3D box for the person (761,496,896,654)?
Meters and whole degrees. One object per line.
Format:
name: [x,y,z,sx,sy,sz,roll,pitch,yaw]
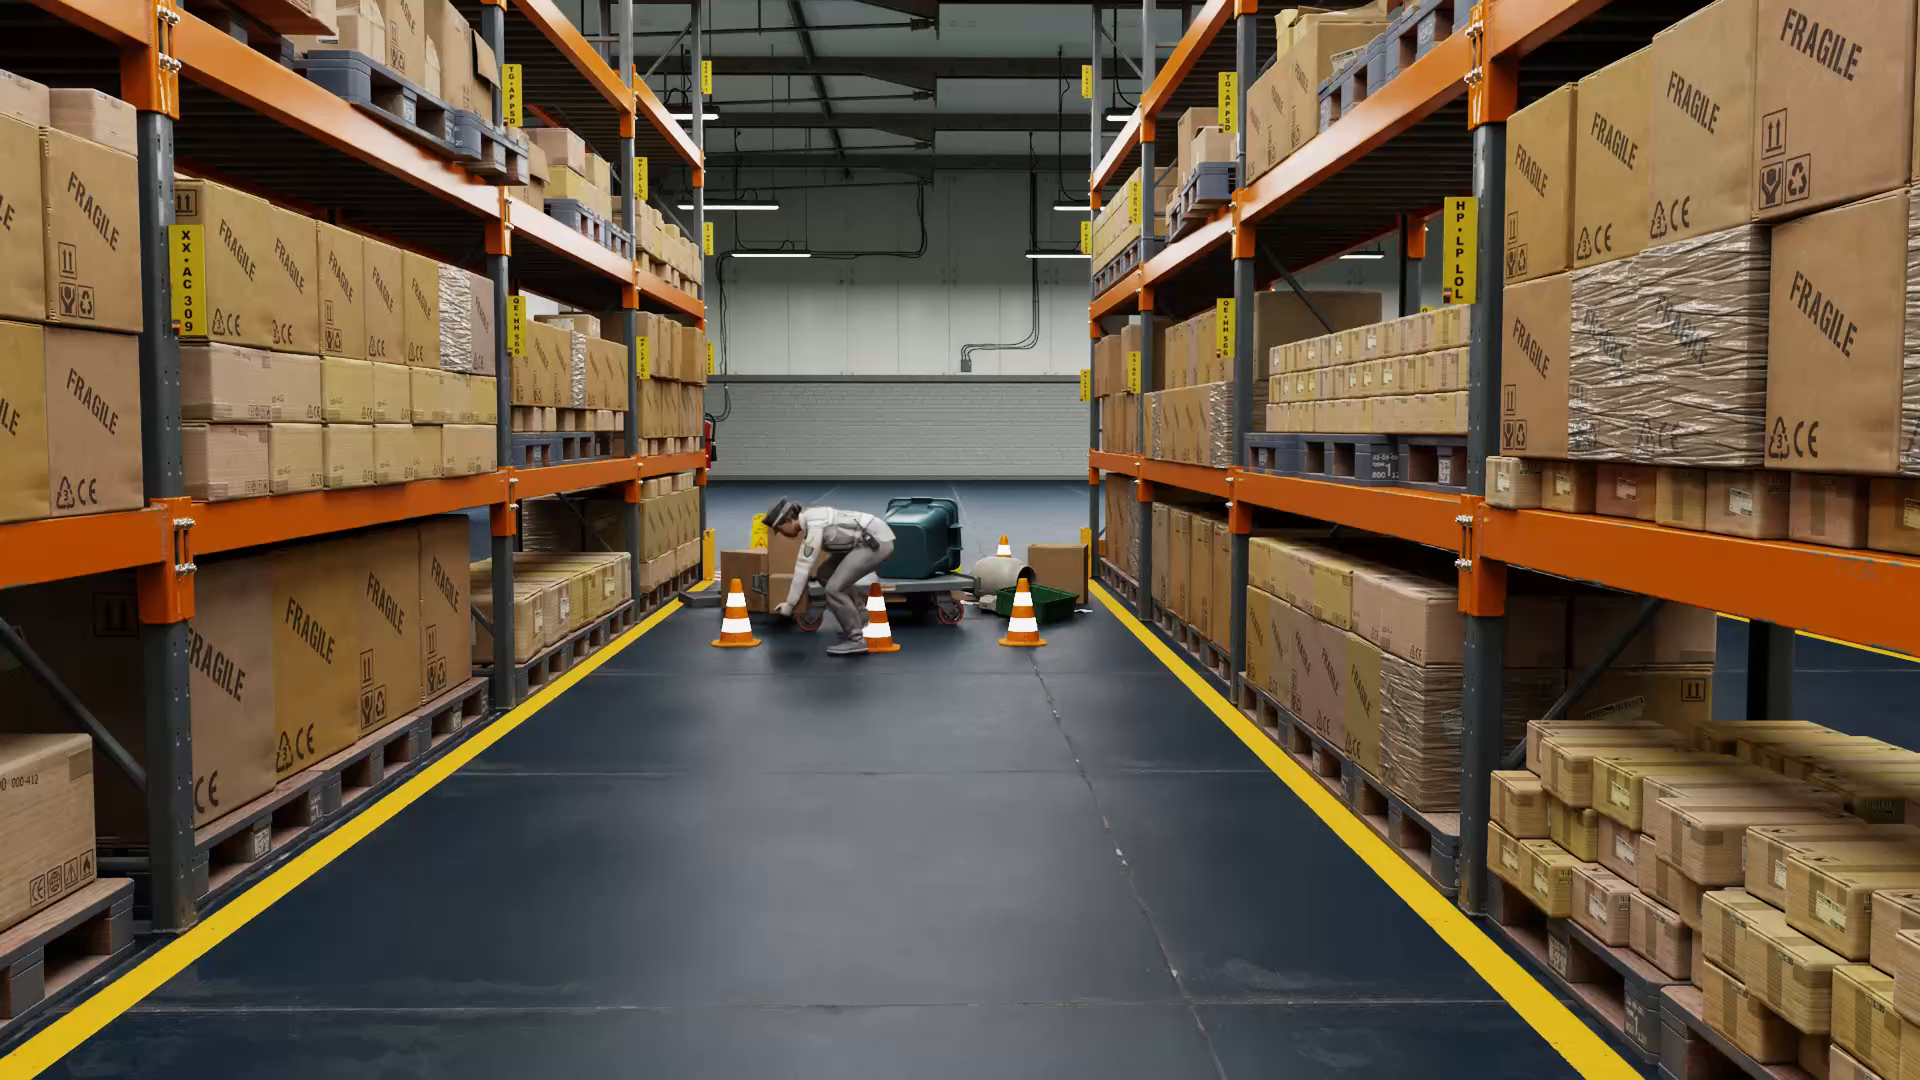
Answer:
person: [-0.898,0.235,11.379,0.919,1.076,0.460,0,4,-4]
